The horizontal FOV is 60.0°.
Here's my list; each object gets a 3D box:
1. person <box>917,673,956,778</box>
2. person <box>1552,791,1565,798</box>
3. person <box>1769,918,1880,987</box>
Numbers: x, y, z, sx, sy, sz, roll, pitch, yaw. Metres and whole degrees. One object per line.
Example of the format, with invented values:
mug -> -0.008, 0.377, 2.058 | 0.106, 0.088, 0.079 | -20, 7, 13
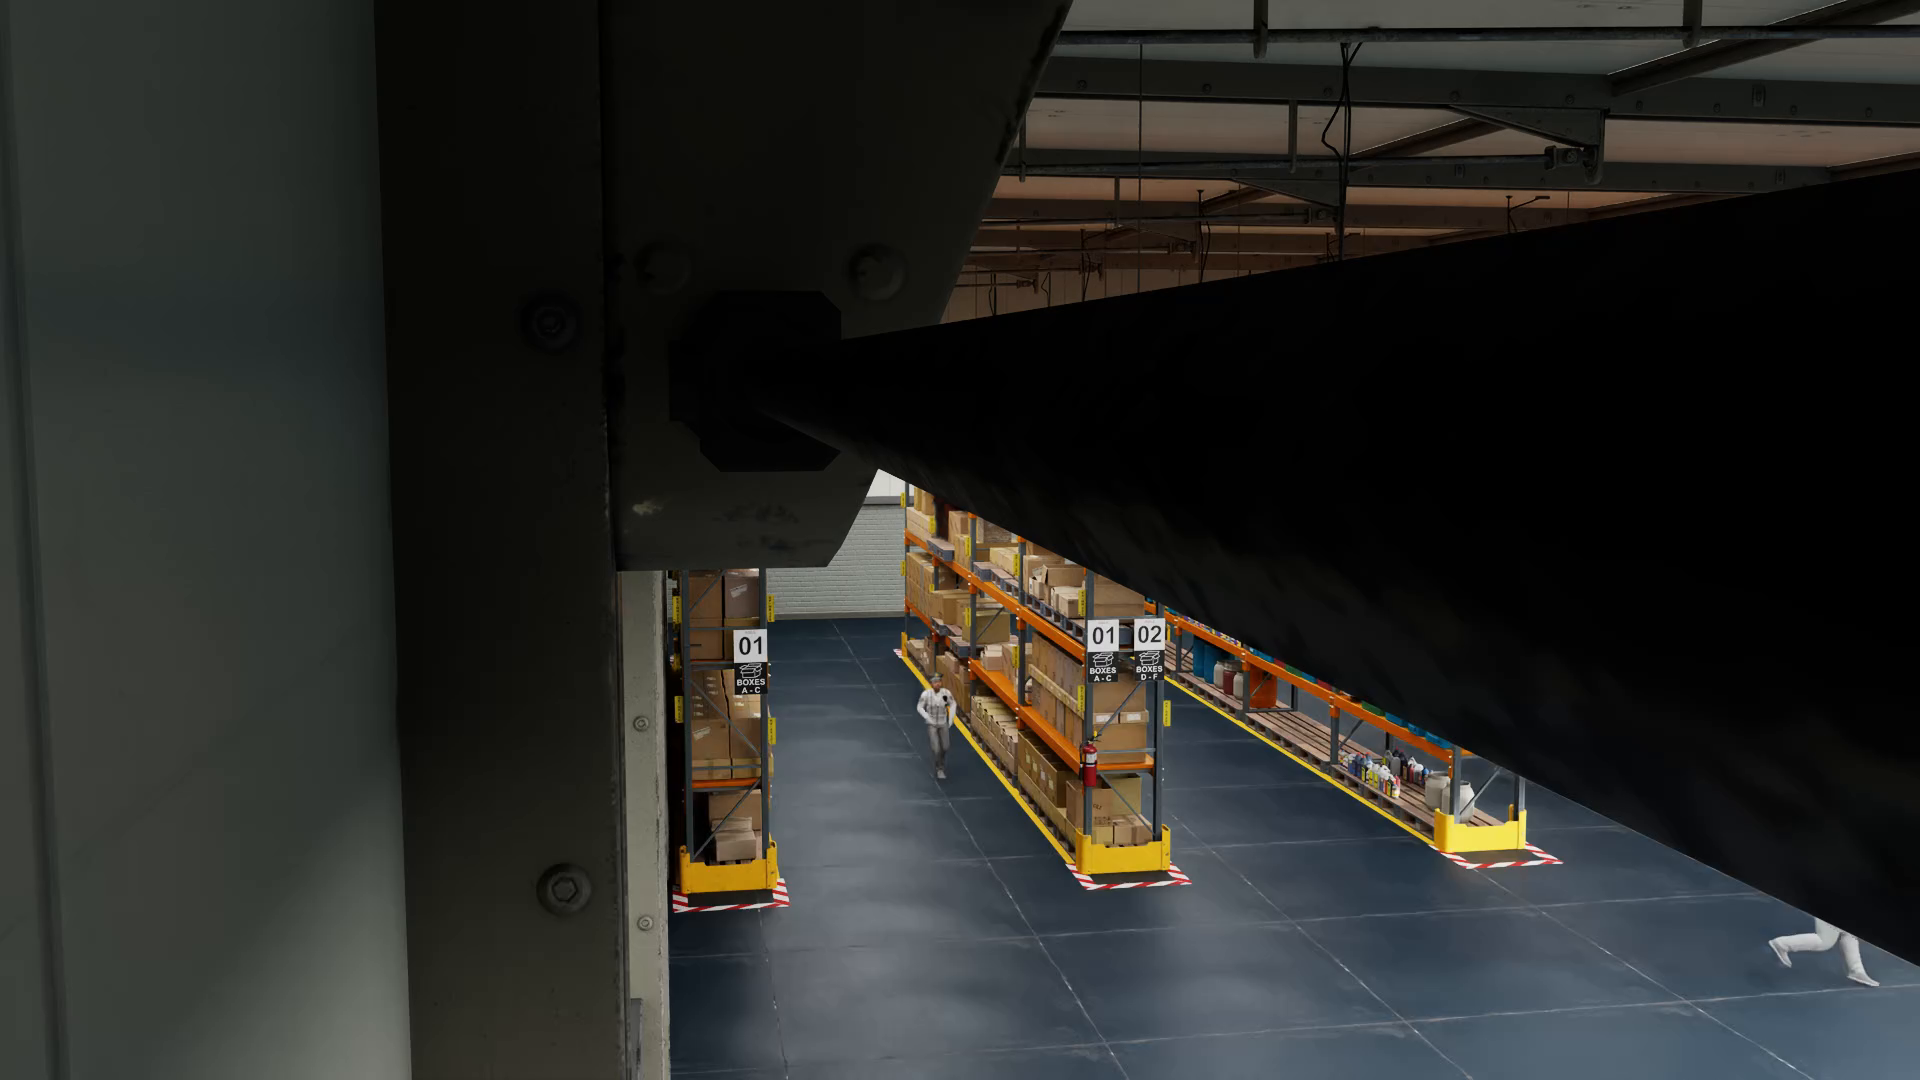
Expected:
person -> -0.351, 2.855, 25.723 | 0.630, 1.649, 0.532 | -1, 6, -7
person -> 8.824, 2.919, 24.775 | 0.674, 1.750, 0.790 | -4, 7, -32
person -> 8.898, 3.713, 17.046 | 1.110, 1.787, 0.633 | 1, 6, 13
